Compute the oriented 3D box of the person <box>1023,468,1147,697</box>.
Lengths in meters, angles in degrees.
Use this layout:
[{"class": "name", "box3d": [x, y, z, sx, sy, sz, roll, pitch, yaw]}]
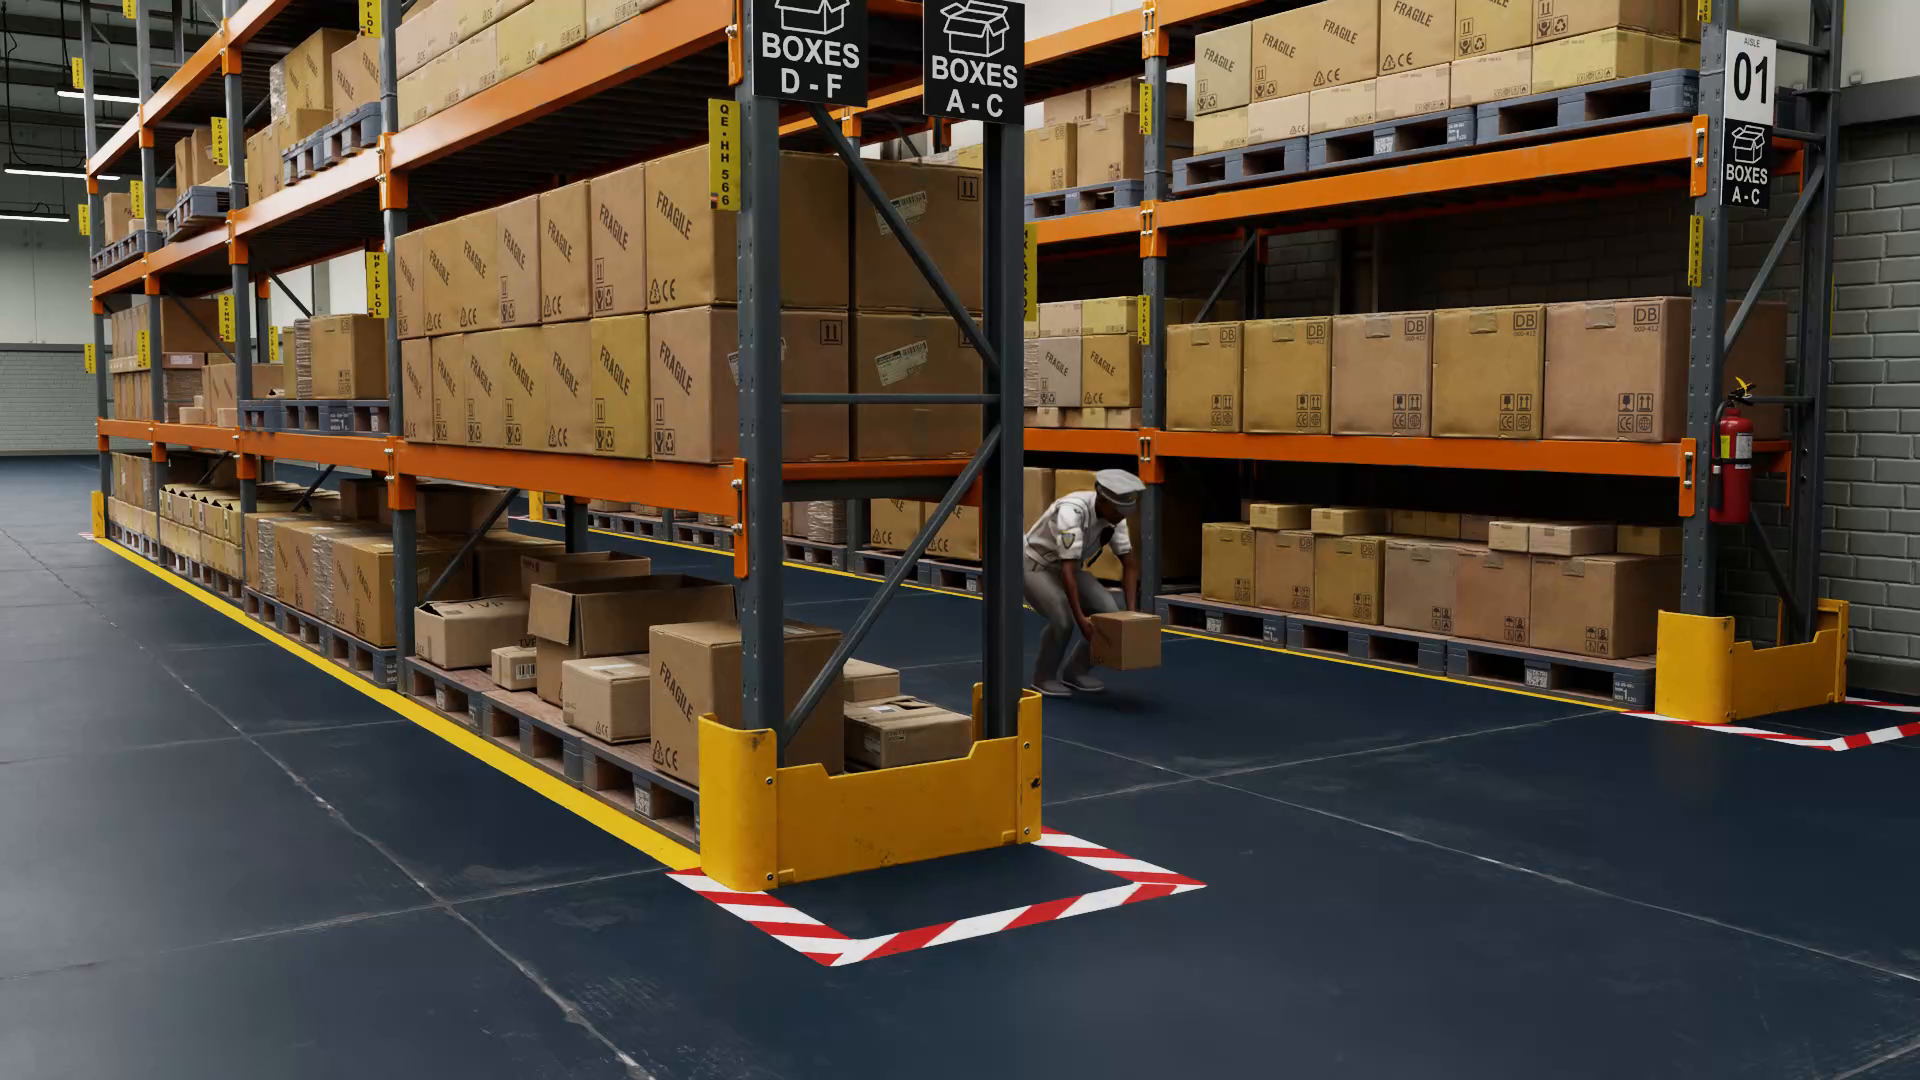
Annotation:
[{"class": "person", "box3d": [0.625, 0.212, 8.536, 0.496, 1.170, 0.805, -3, 6, -34]}]
